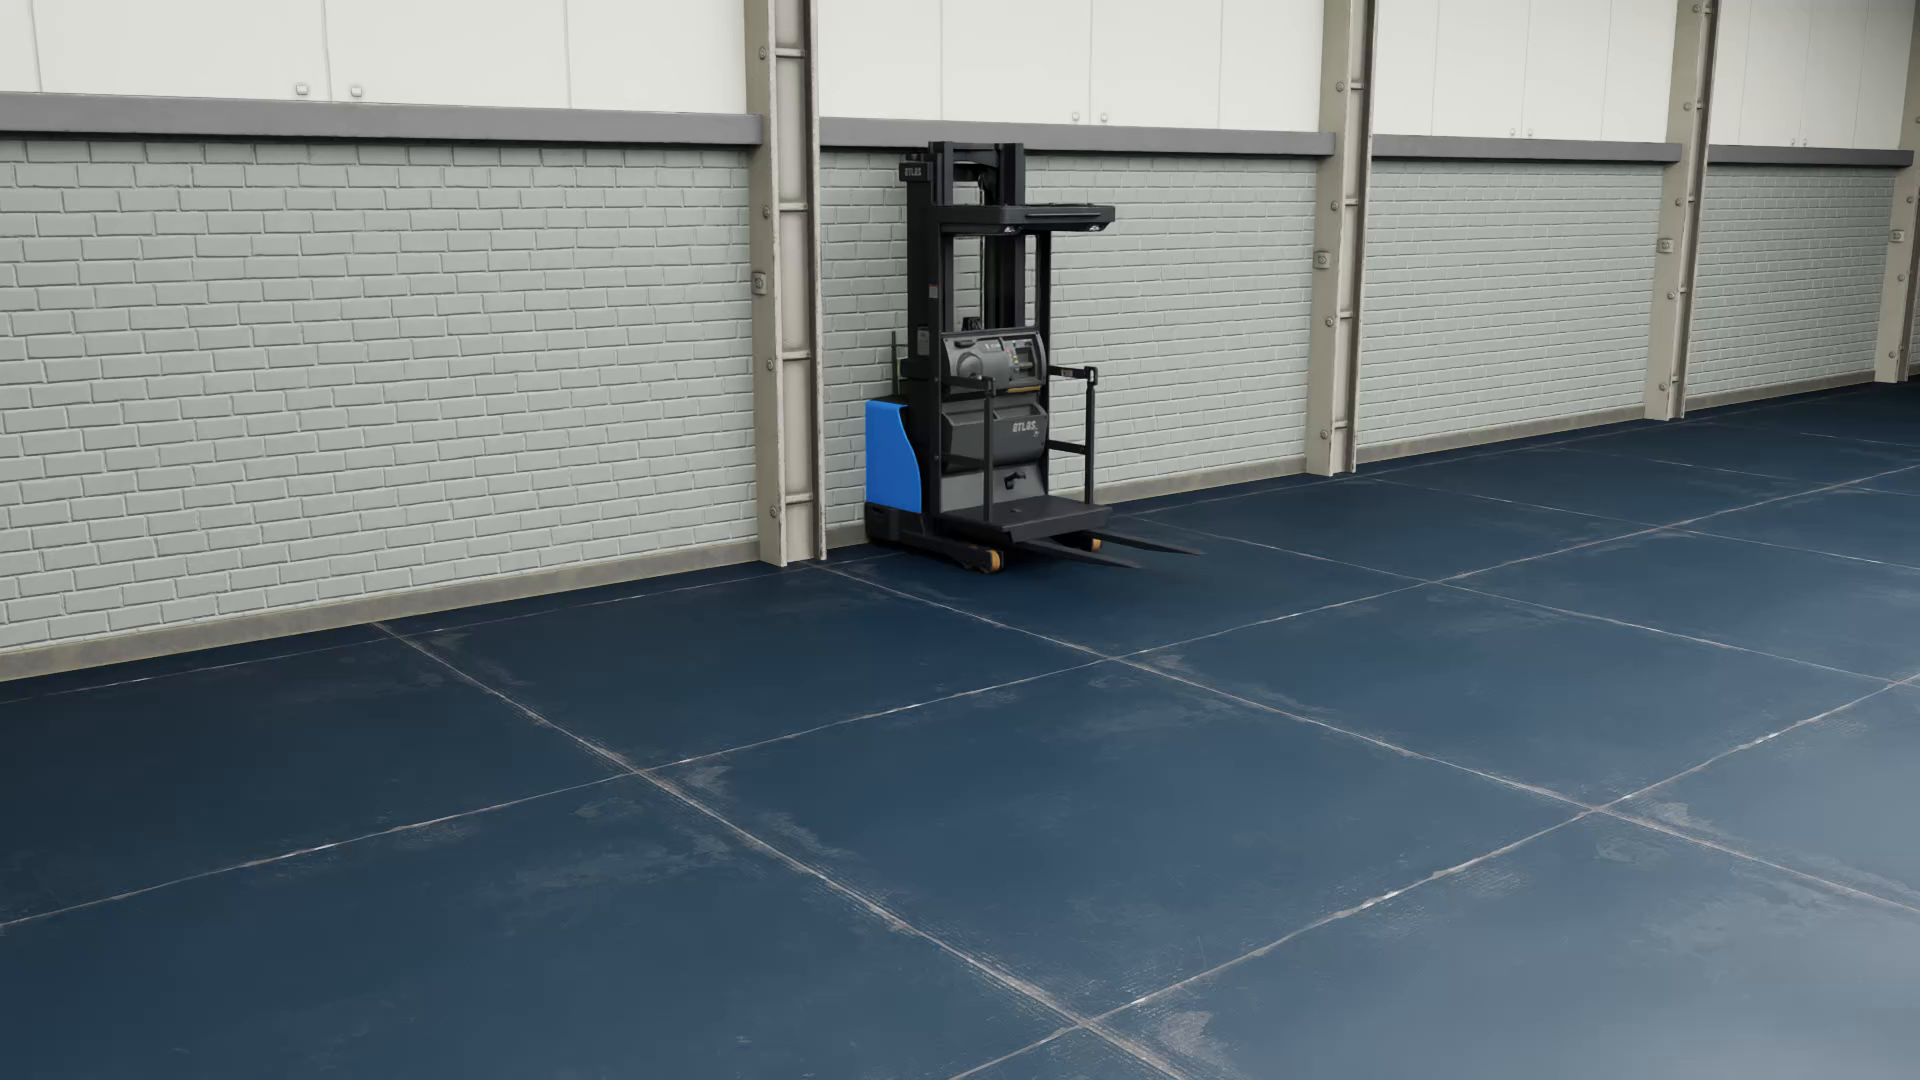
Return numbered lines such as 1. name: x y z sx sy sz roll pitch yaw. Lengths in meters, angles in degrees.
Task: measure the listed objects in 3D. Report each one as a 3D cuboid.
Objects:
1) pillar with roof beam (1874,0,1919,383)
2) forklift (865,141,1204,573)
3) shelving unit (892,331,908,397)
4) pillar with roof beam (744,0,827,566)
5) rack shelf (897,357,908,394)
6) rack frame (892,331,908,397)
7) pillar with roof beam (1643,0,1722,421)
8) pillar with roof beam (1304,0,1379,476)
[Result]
1. pillar with roof beam: 15.537 -5.902 18.758 0.400 9.000 9.100 -9 15 -38
2. forklift: 0.393 -1.320 11.788 1.130 2.935 3.031 -10 16 -40
3. shelving unit: -0.072 -0.847 12.604 0.755 1.500 0.431 -10 13 -37
4. pillar with roof beam: 1.482 -3.566 7.759 0.400 9.000 9.100 -9 15 -38
5. rack shelf: -0.086 -1.231 12.534 0.720 0.370 0.431 -10 13 -37
6. rack frame: -0.359 -0.796 12.383 0.023 1.500 0.400 -10 13 -37
7. pillar with roof beam: 10.852 -5.123 15.092 0.400 9.000 9.100 -9 15 -38
8. pillar with roof beam: 6.167 -4.345 11.425 0.400 9.000 9.100 -9 15 -38
